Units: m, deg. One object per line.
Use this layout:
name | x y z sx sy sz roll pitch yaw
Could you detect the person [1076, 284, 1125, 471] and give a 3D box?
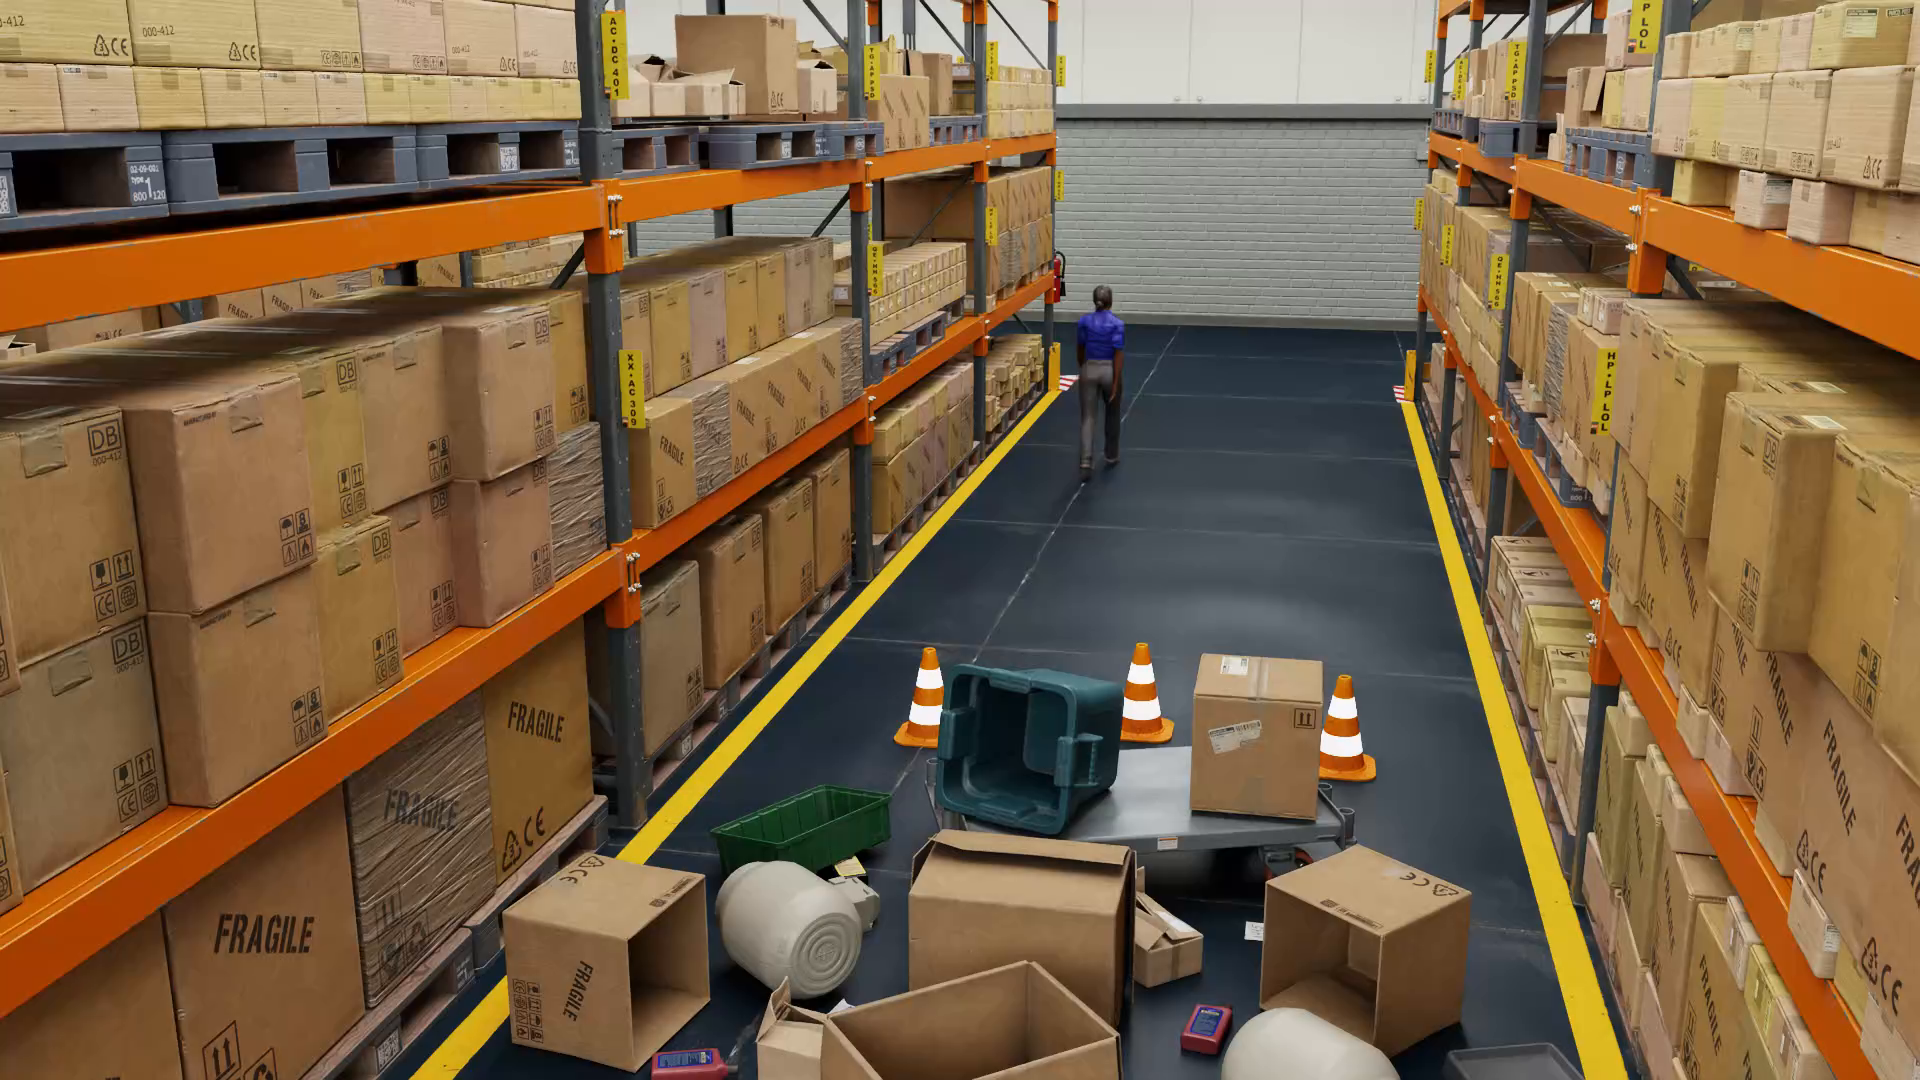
person | 1.210 -1.404 14.369 0.436 1.586 1.000 3 15 11
